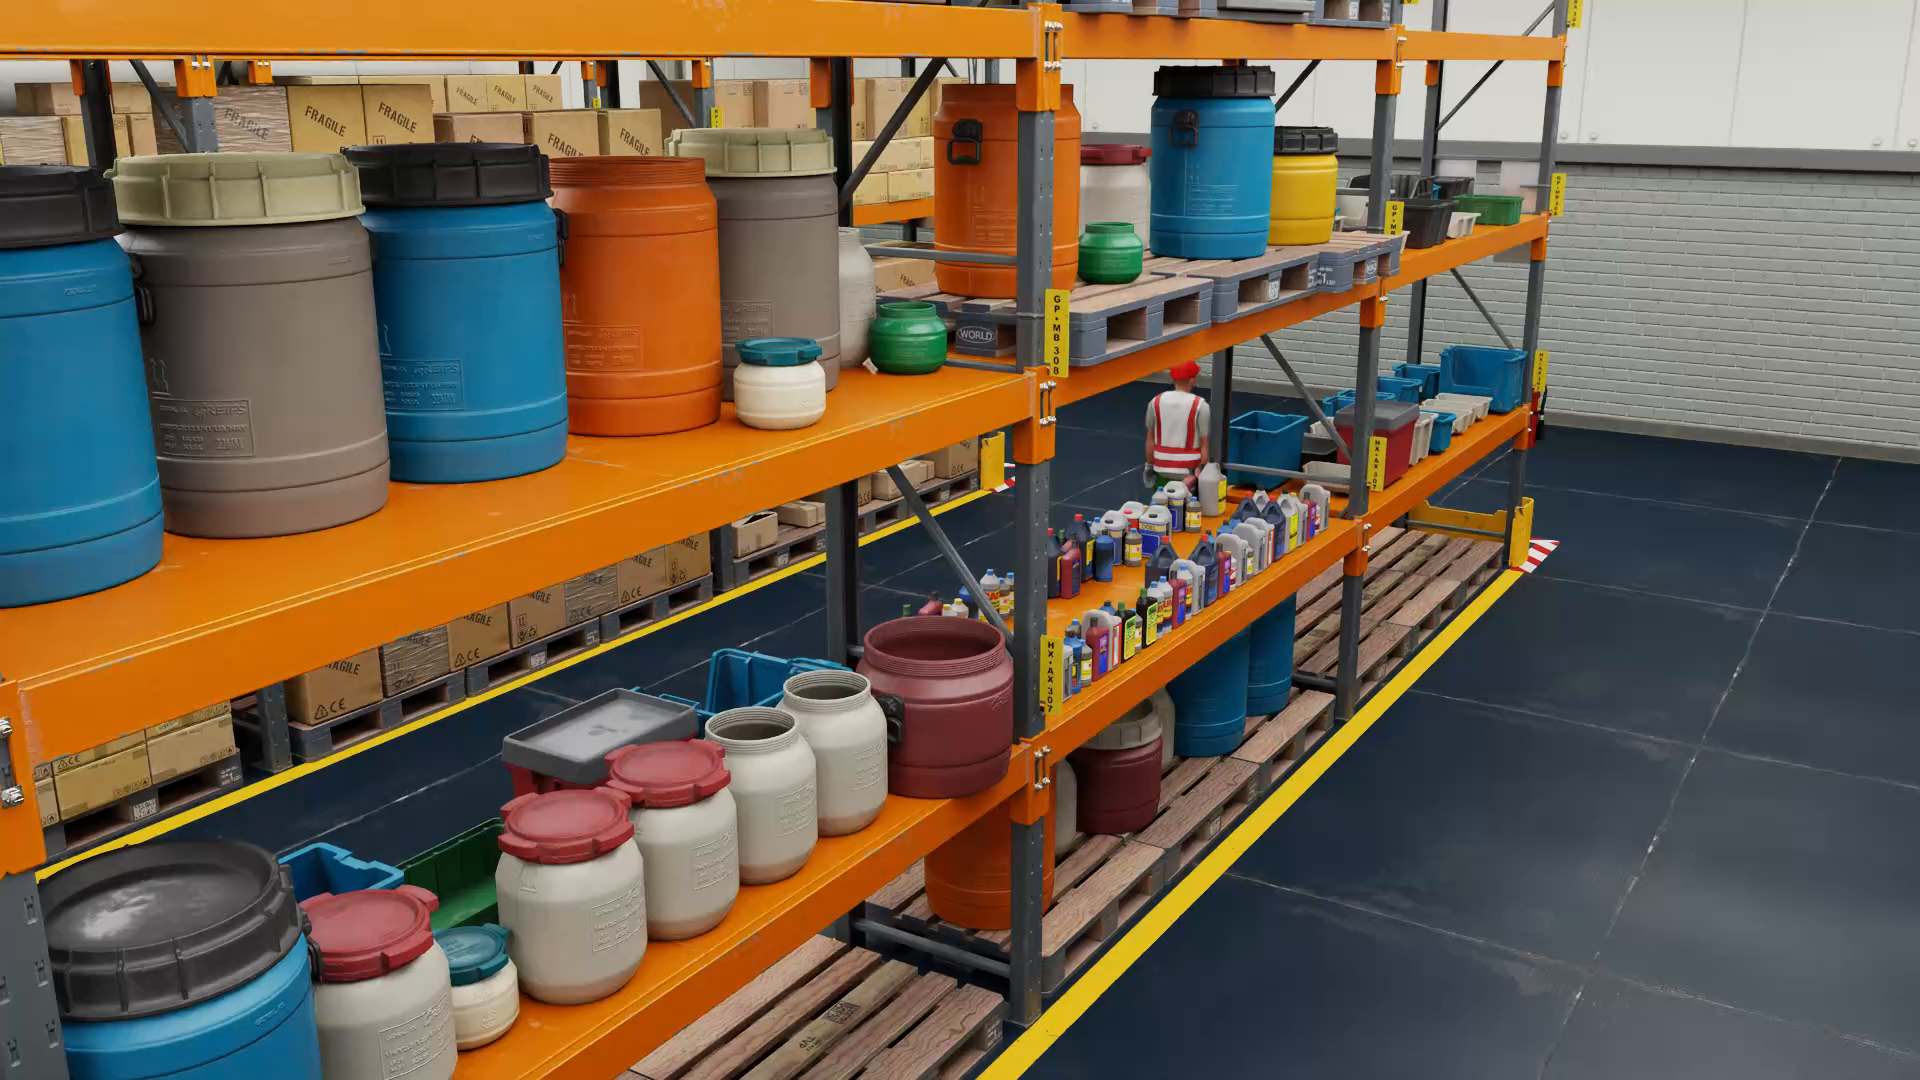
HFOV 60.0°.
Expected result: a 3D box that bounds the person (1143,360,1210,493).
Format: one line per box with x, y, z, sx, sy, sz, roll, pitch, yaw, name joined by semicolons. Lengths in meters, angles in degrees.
1.659;-0.520;12.702;0.565;1.780;0.514;8;18;26;person
